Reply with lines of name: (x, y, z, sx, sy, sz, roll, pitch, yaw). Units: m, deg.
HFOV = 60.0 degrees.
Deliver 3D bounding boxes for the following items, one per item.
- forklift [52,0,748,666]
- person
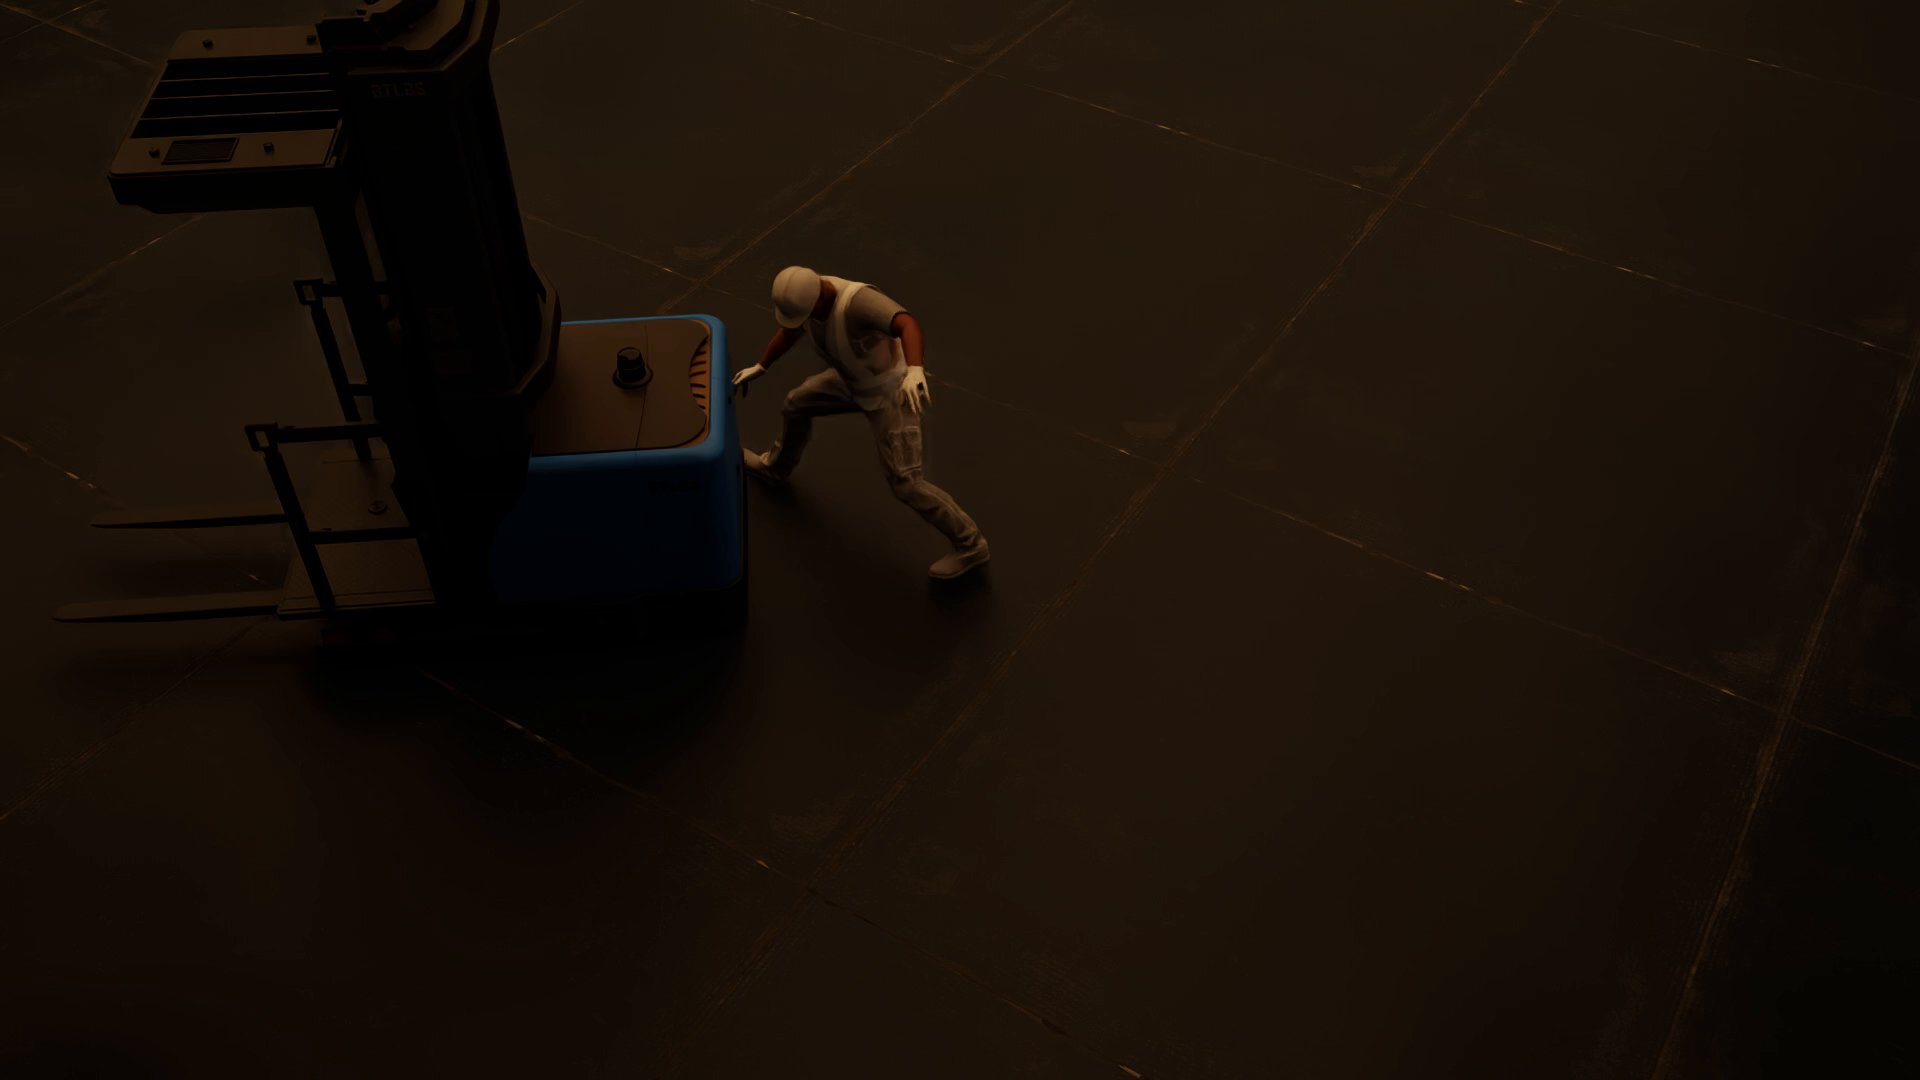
forklift: (-2.510, -0.886, 6.783, 3.031, 2.935, 1.130, -4, 44, -4)
person: (-0.515, -0.606, 7.576, 0.775, 1.468, 1.307, -24, 48, -23)
